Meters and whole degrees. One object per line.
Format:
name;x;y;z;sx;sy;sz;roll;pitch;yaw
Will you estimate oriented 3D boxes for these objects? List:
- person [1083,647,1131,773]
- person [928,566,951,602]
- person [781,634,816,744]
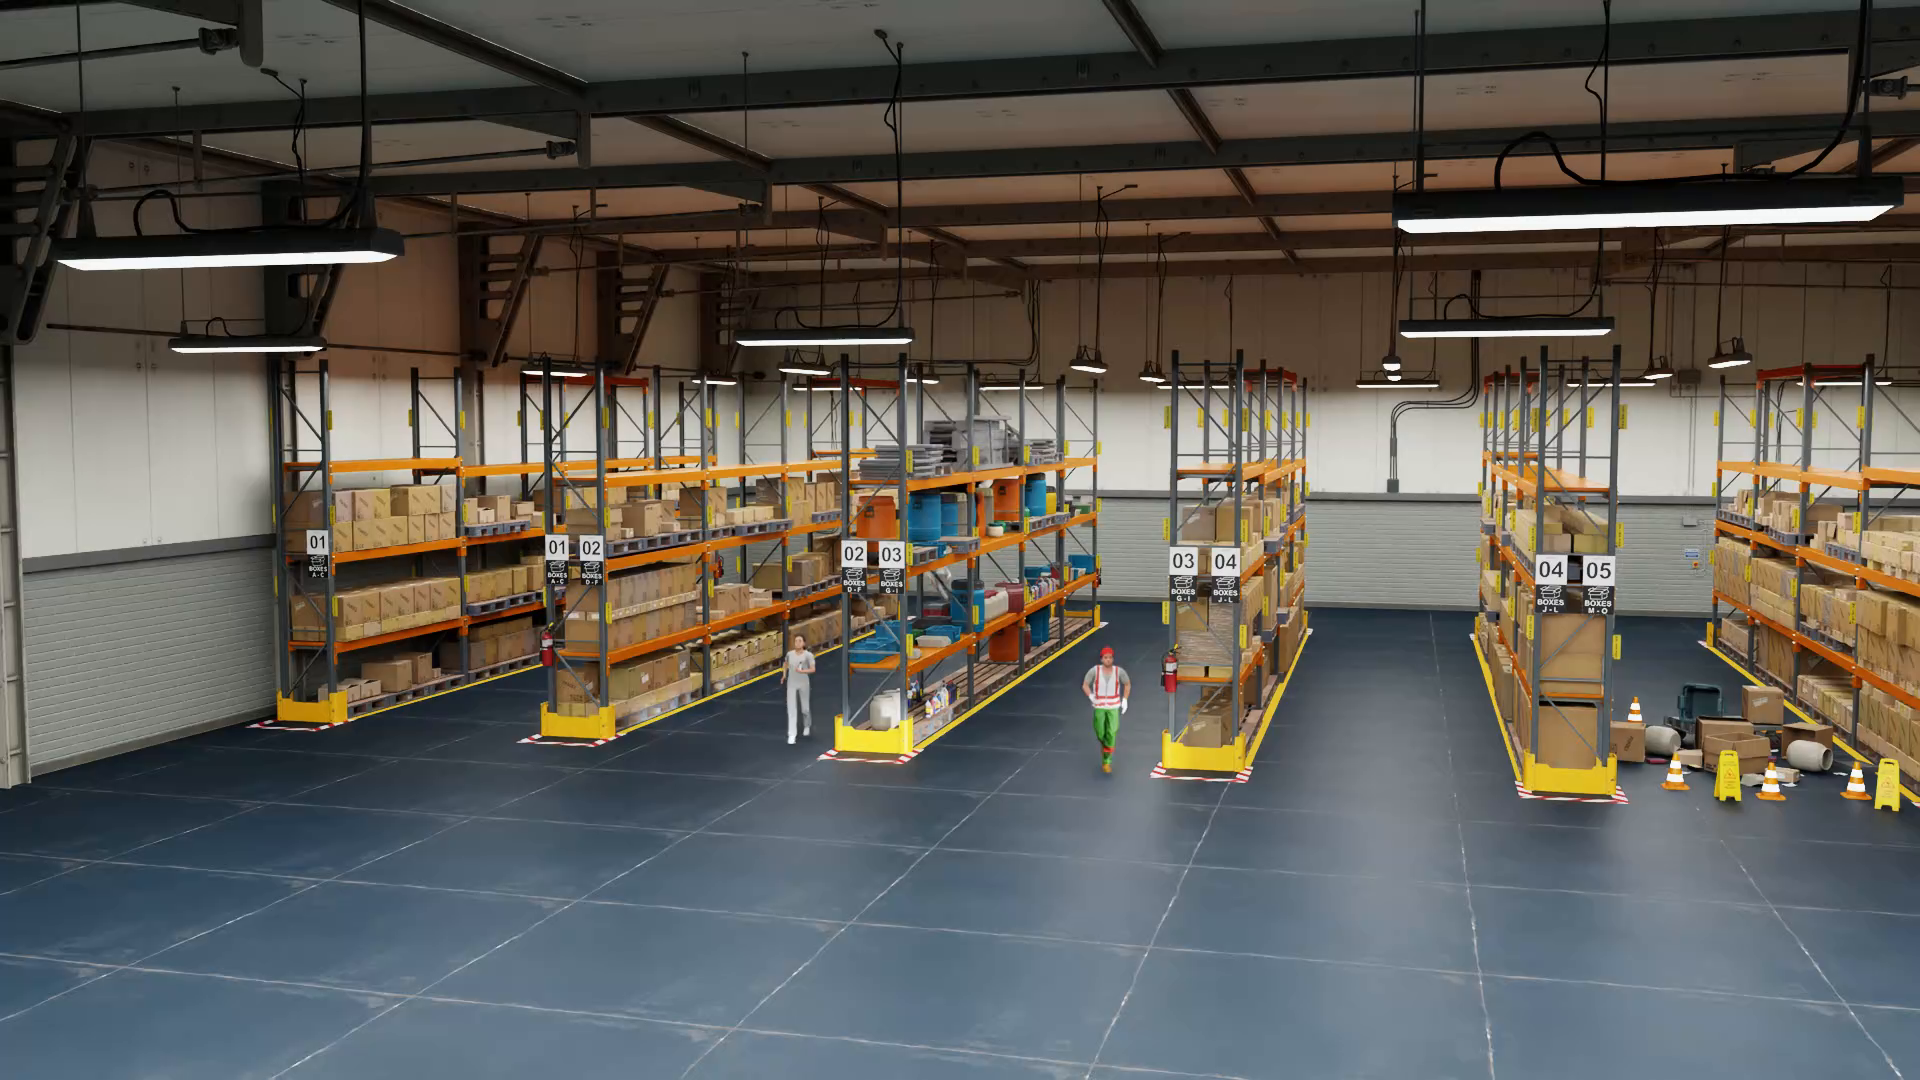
person;2.110;2.419;23.947;0.693;1.772;0.744;0;4;5
person;-0.455;1.198;42.085;0.634;1.554;0.876;-3;5;-33
person;-2.519;2.281;25.858;0.573;1.645;0.929;1;4;8
